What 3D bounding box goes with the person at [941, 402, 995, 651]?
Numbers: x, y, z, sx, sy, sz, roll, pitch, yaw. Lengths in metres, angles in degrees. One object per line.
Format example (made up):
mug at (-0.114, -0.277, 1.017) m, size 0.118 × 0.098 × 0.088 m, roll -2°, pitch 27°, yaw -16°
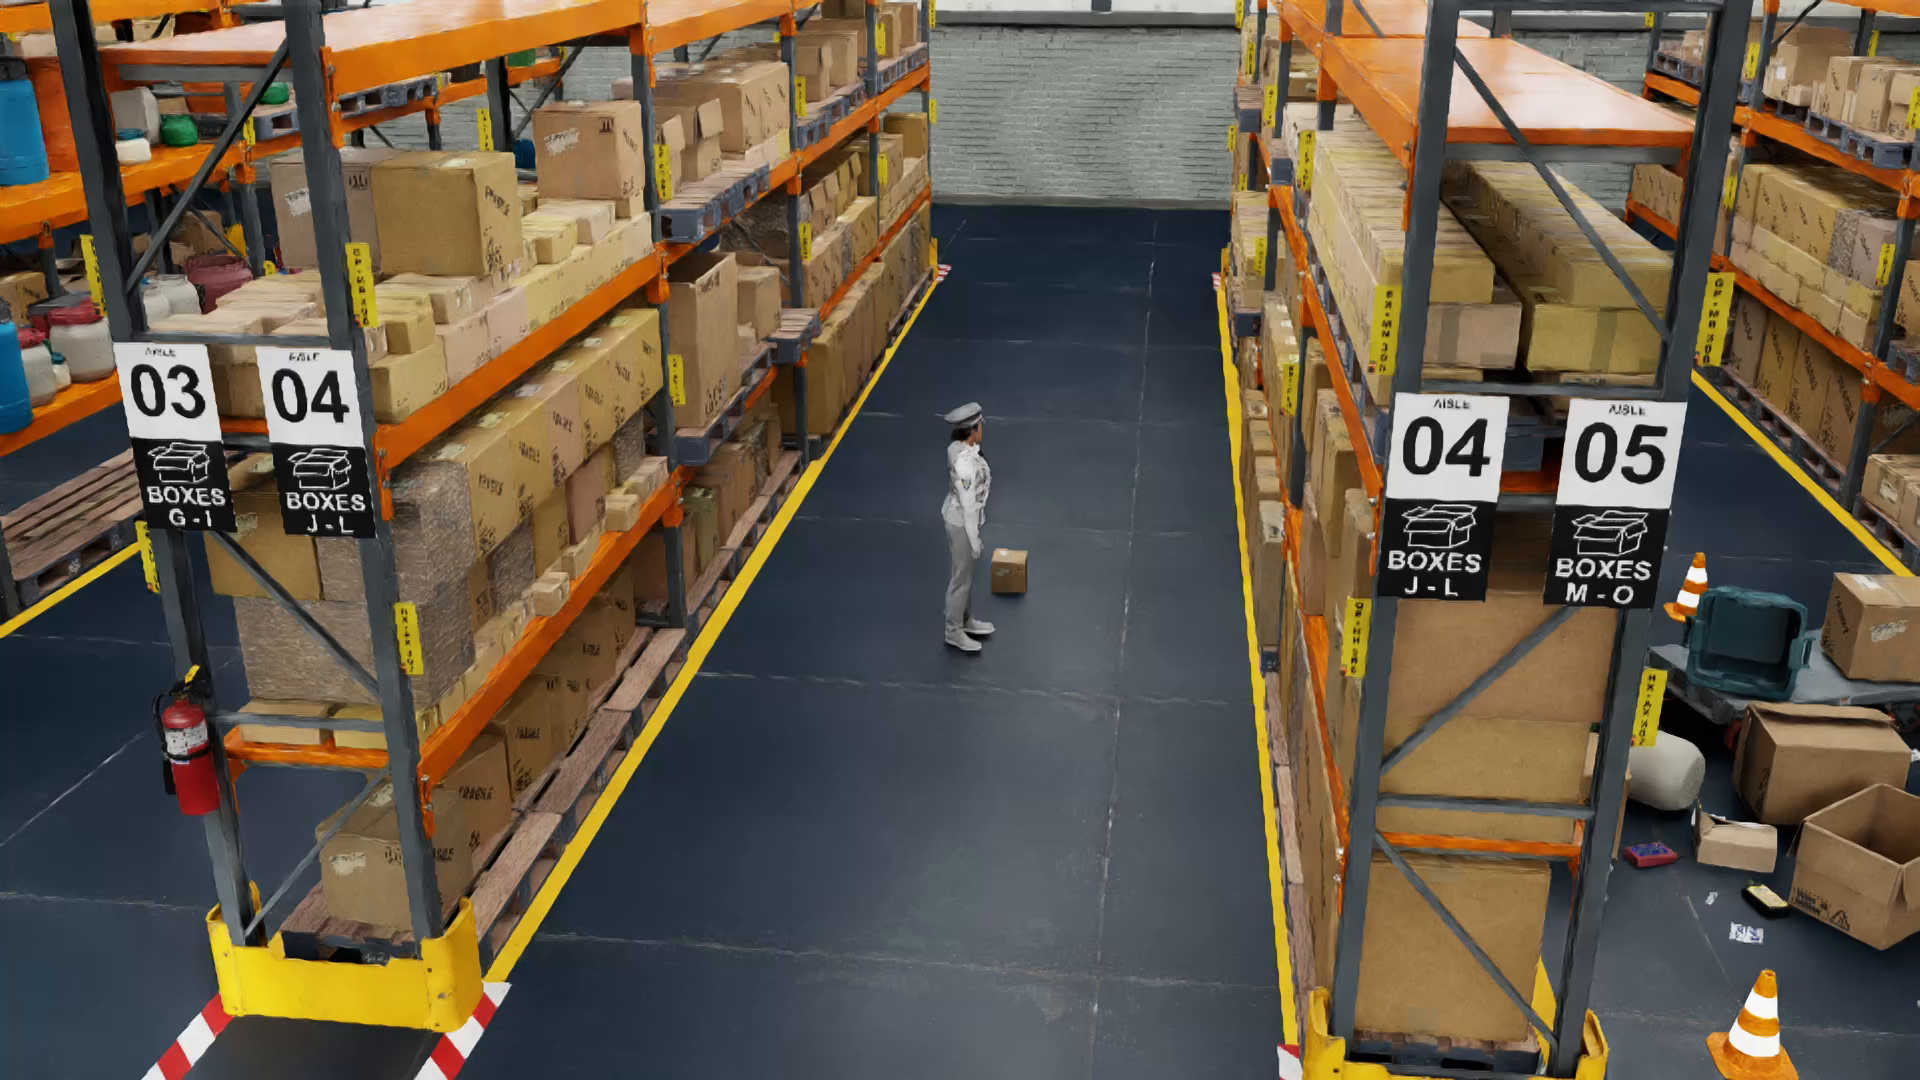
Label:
person at (0.062, -0.104, 11.258) m, size 0.372 × 1.694 × 0.528 m, roll -1°, pitch 21°, yaw -3°
